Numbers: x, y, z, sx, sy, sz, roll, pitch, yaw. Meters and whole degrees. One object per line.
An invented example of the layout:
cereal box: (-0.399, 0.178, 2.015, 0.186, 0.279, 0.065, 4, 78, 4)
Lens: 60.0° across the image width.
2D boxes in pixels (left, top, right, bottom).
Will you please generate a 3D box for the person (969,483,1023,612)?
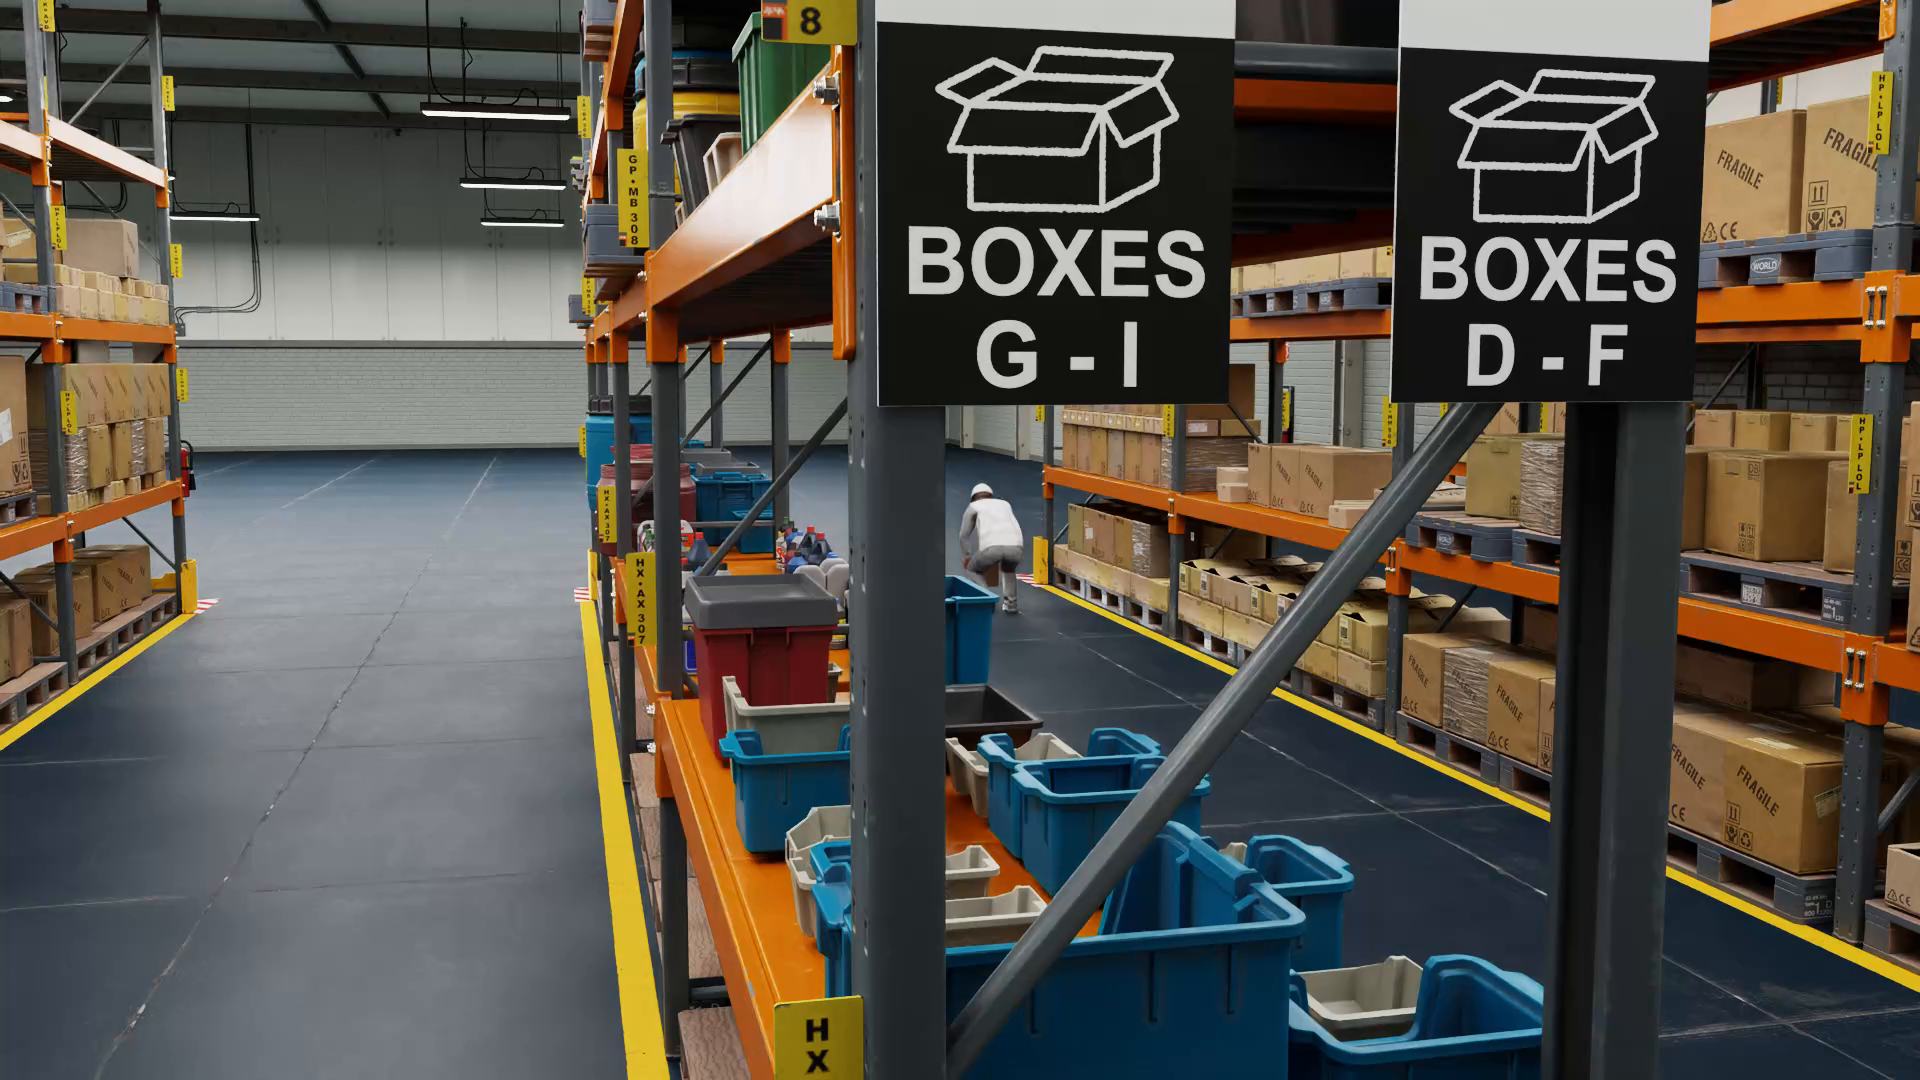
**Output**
person: (0.332, 0.079, 16.572, 0.474, 1.249, 0.837, -1, 6, -14)
